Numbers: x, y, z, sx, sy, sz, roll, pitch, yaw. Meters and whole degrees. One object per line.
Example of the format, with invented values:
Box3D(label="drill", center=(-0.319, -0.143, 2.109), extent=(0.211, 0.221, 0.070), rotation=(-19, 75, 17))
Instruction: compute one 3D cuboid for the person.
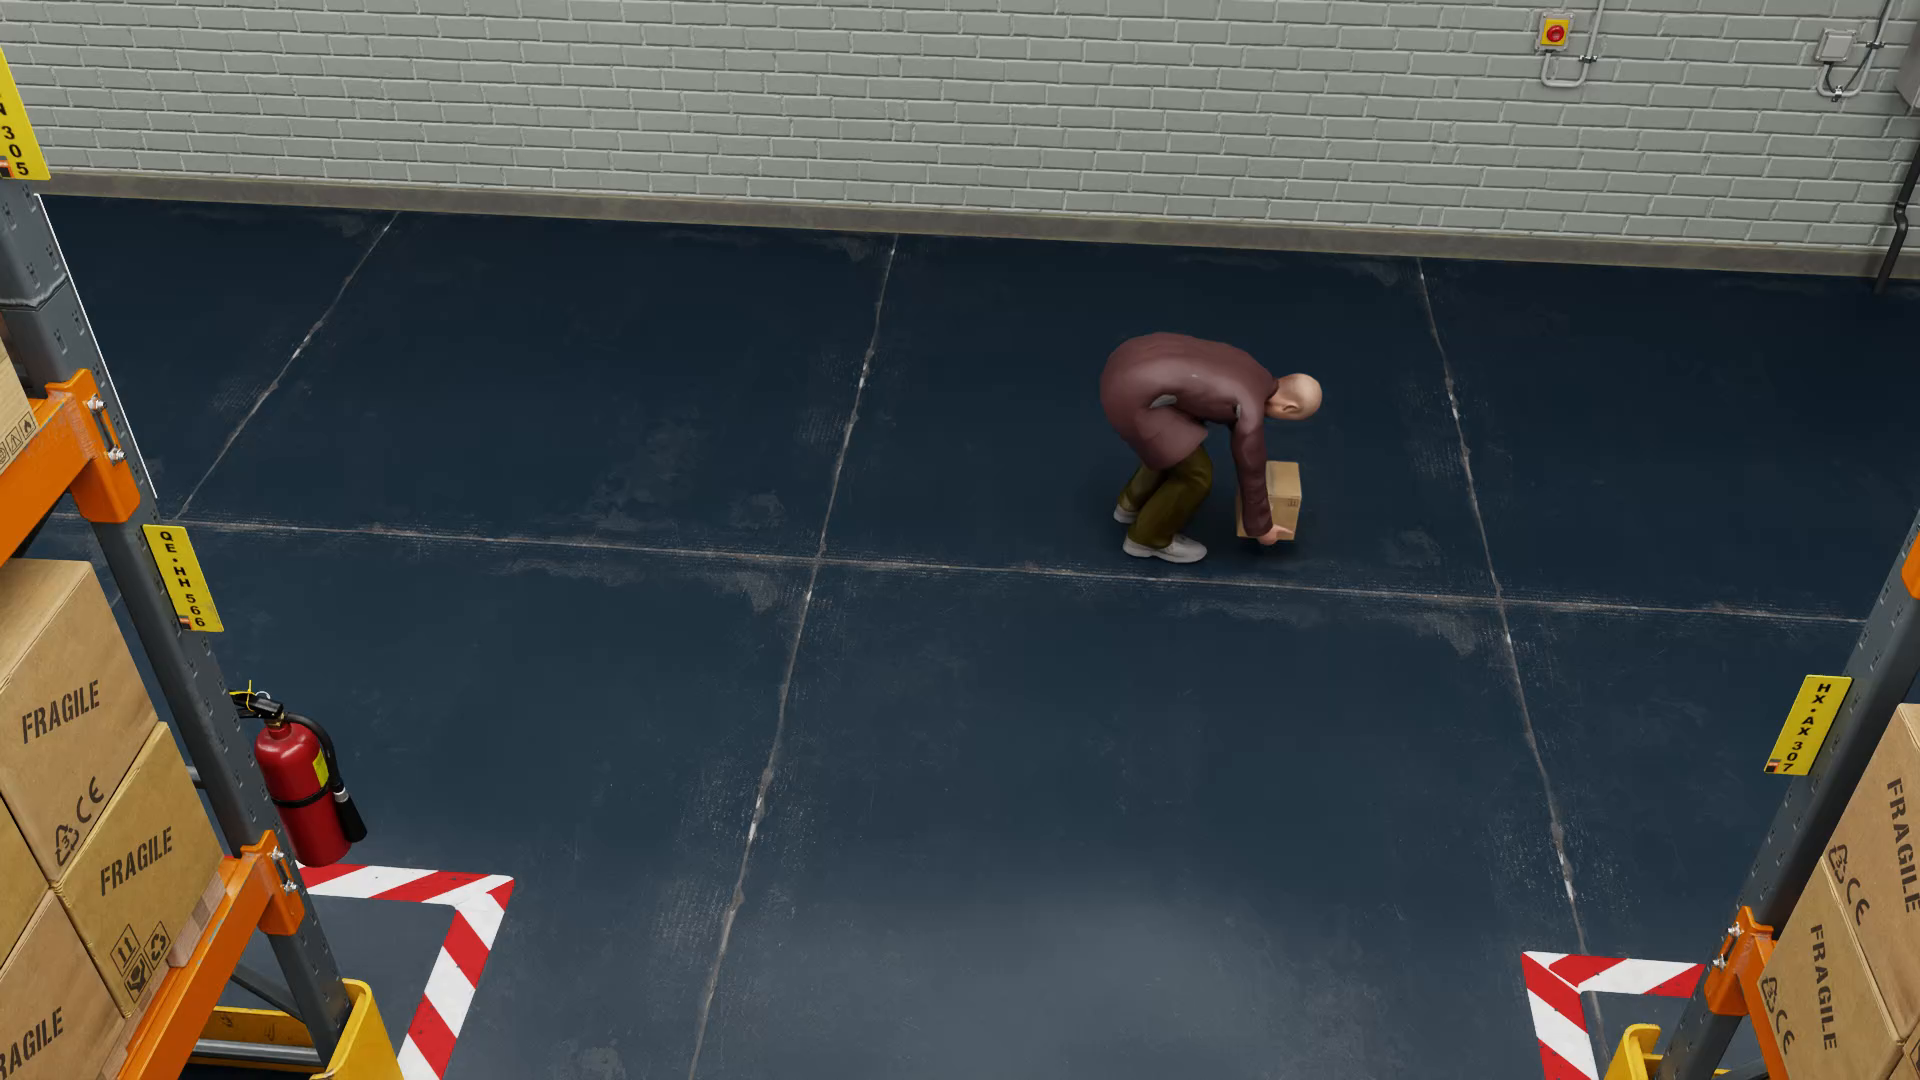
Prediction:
Box3D(label="person", center=(1.063, -0.415, 7.238), extent=(0.946, 1.052, 0.582), rotation=(1, 40, 2))
